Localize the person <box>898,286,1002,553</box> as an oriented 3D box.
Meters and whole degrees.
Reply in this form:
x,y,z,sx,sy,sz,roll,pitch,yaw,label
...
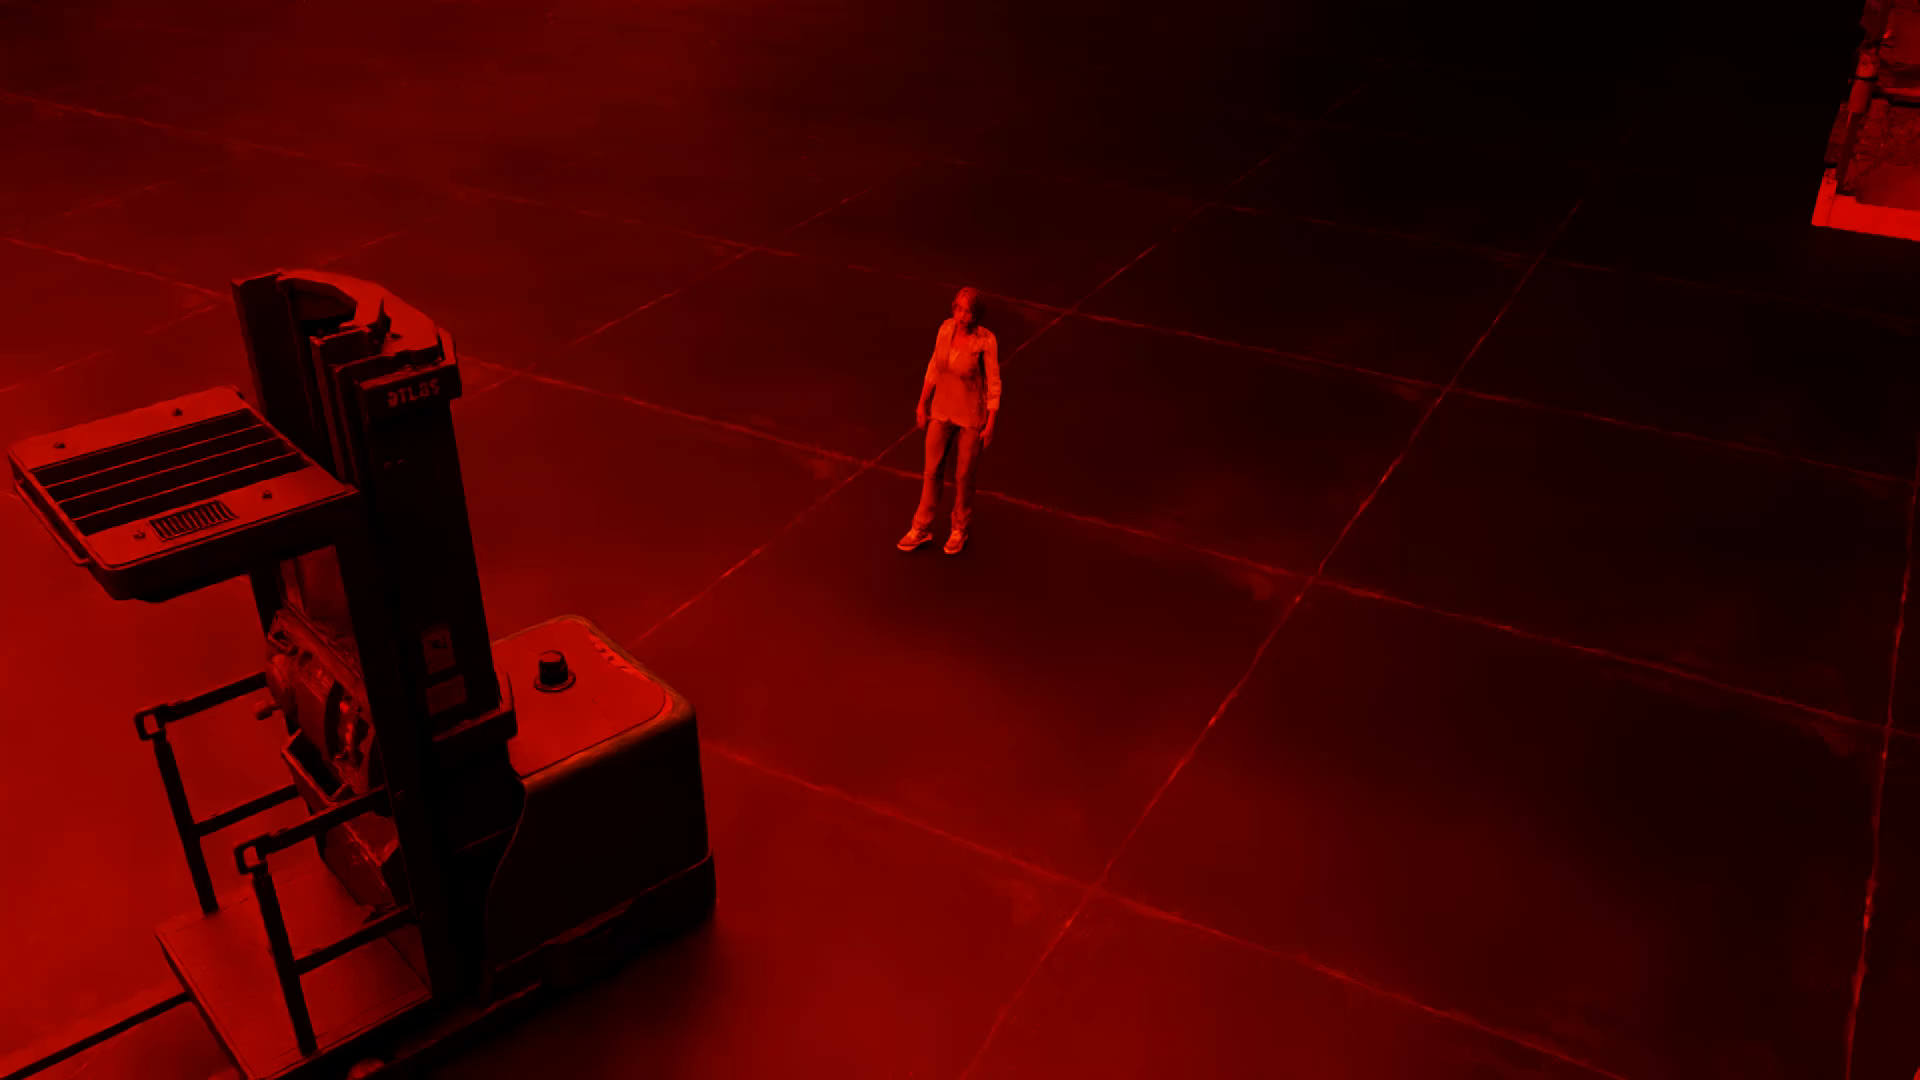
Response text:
x,y,z,sx,sy,sz,roll,pitch,yaw,label
-0.048,-0.669,9.550,0.521,1.597,0.474,15,33,25,person

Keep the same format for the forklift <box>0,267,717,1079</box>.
x,y,z,sx,sy,sz,roll,pitch,yaw,label
-2.498,0.630,5.979,3.031,2.935,1.130,-24,37,-35,forklift
